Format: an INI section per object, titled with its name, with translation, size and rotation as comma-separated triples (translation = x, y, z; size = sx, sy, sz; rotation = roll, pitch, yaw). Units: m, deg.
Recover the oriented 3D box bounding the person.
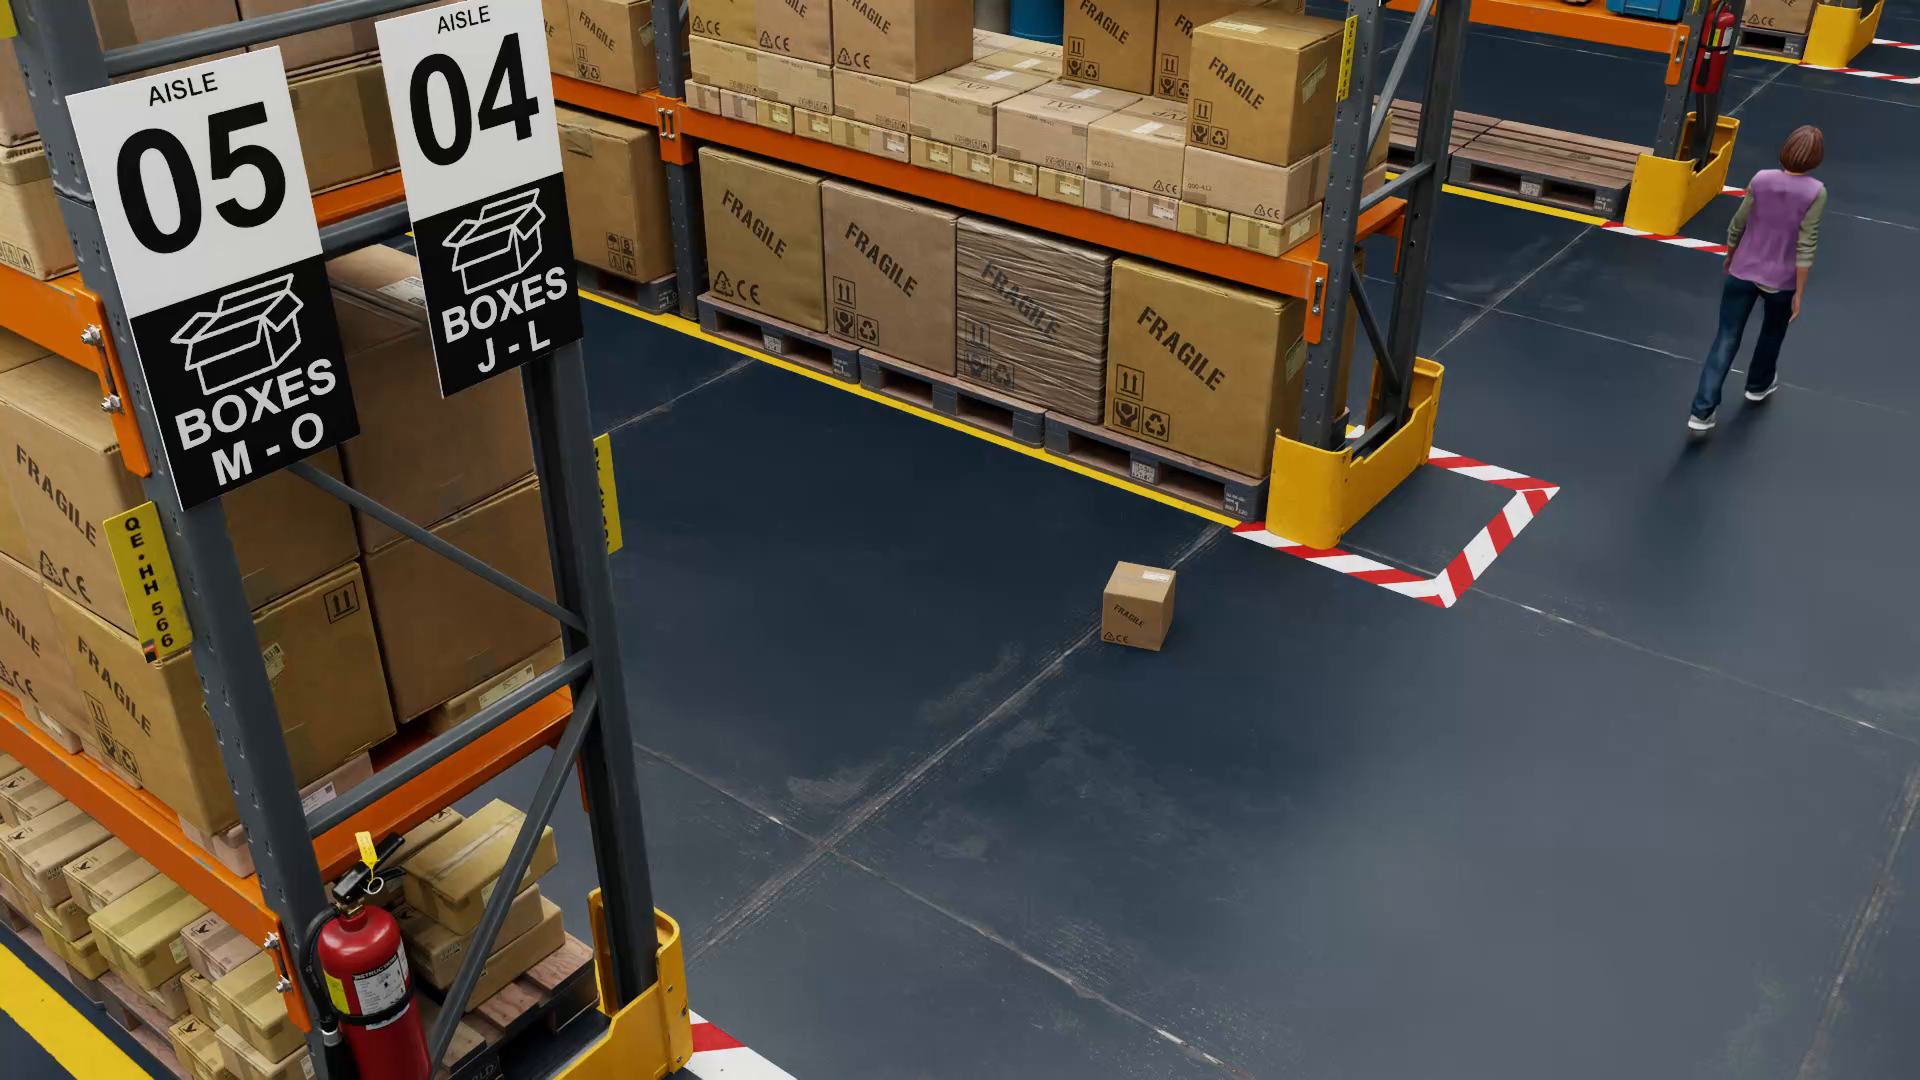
[person]
translation = 4.027, -1.332, 8.320
size = 0.446, 1.541, 0.955
rotation = 20, 37, 30
